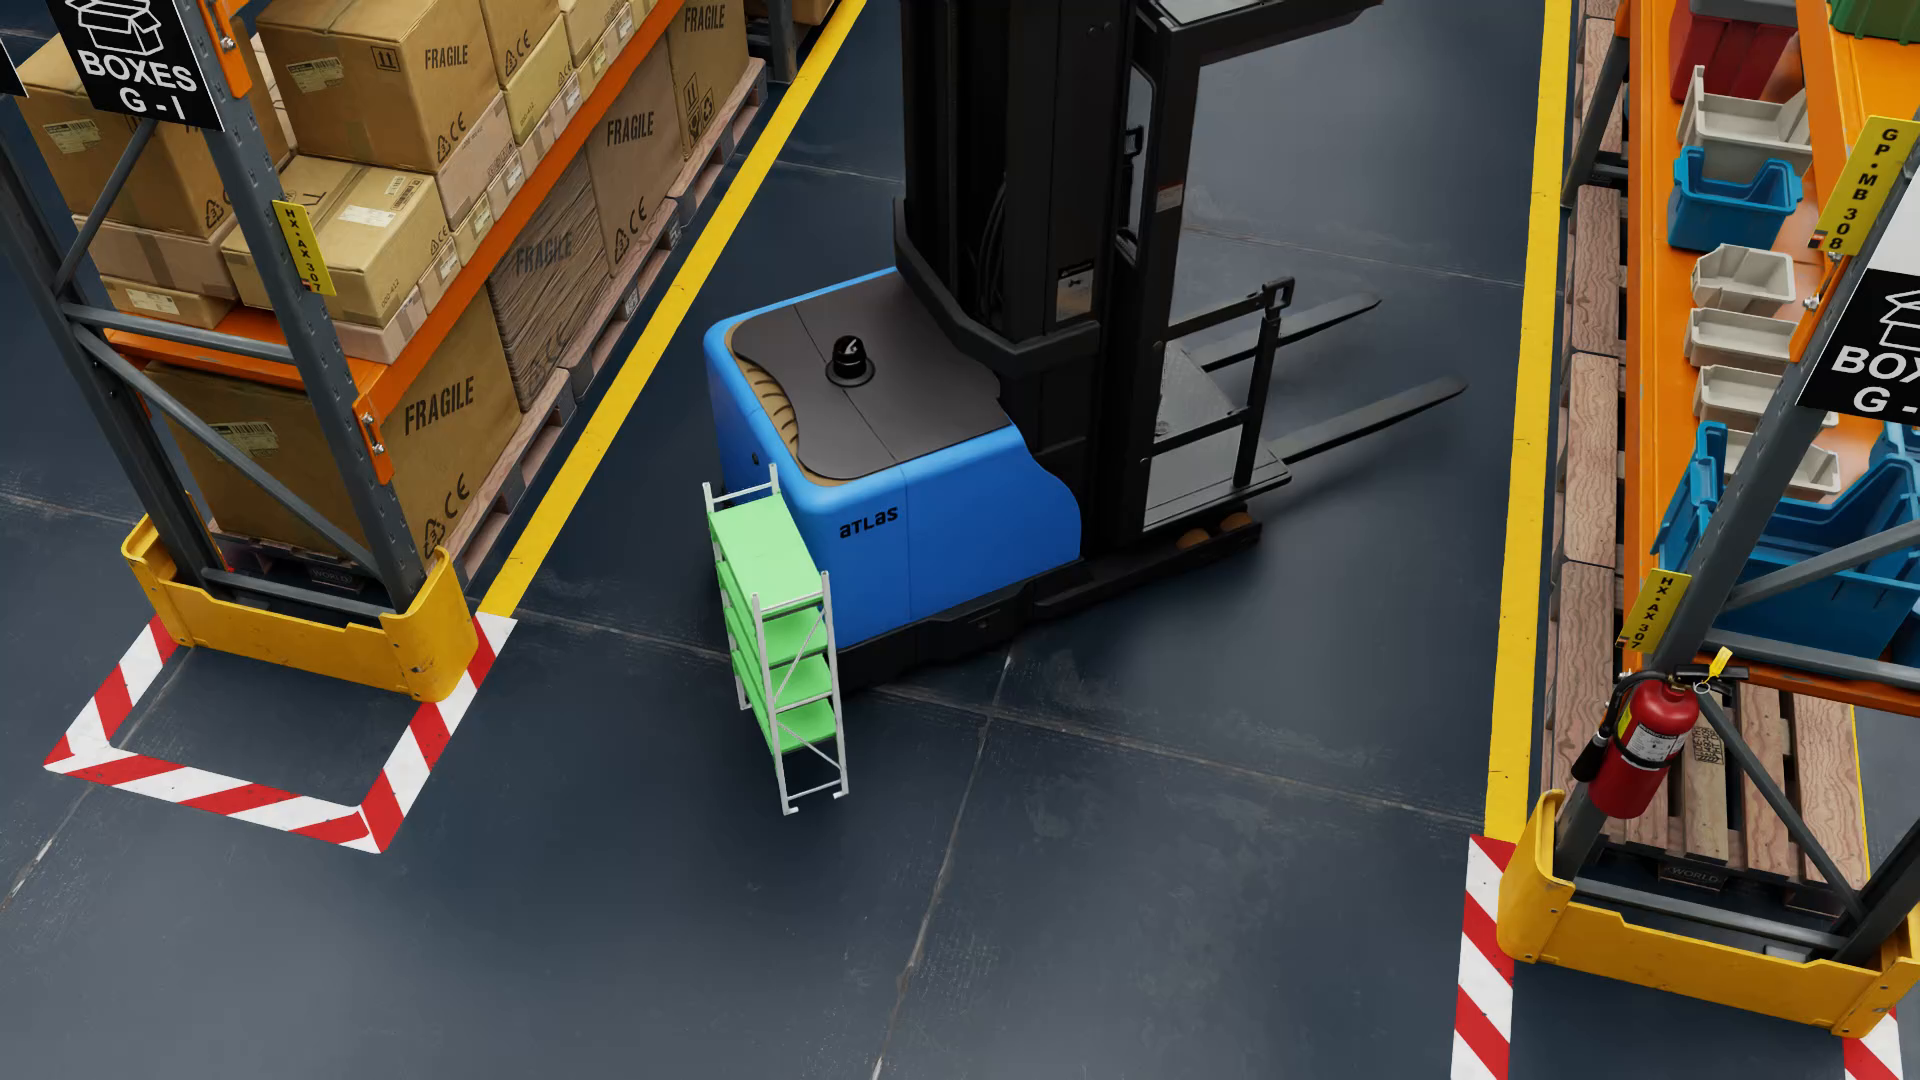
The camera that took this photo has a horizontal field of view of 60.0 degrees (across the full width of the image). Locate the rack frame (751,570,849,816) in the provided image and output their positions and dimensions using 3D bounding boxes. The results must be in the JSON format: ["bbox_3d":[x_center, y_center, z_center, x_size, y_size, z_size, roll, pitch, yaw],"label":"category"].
[{"bbox_3d":[-0.507,0.528,5.403,0.240,1.200,0.015,-17,51,-15],"label":"rack frame"}]

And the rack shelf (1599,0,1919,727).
[{"bbox_3d":[2.890,-0.867,5.913,1.077,0.370,4.000,12,50,10],"label":"rack shelf"}]

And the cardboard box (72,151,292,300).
[{"bbox_3d":[-2.544,-1.088,5.530,0.500,0.250,0.500,11,49,9],"label":"cardboard box"}]

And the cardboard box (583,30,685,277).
[{"bbox_3d":[-1.850,-1.853,7.440,0.875,0.875,0.875,12,50,10],"label":"cardboard box"}]

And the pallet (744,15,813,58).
[{"bbox_3d":[-1.232,-3.180,9.334,1.003,0.211,1.213,12,50,10],"label":"pallet"}]

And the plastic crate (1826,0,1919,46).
[{"bbox_3d":[2.347,-1.351,4.001,0.450,0.188,0.336,12,50,10],"label":"plastic crate"}]

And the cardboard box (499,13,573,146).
[{"bbox_3d":[-1.762,-1.719,6.087,0.500,0.250,0.500,10,49,9],"label":"cardboard box"}]

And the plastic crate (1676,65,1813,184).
[{"bbox_3d":[2.836,-1.464,6.000,0.437,0.282,0.530,12,50,10],"label":"plastic crate"}]

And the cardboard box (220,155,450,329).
[{"bbox_3d":[-2.028,-0.979,5.434,0.500,0.250,0.500,10,49,9],"label":"cardboard box"}]

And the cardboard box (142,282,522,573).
[{"bbox_3d":[-2.324,-0.551,6.291,0.875,0.875,0.875,12,50,10],"label":"cardboard box"}]

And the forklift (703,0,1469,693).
[{"bbox_3d":[0.623,-1.190,5.764,3.031,2.935,1.130,-20,52,-17],"label":"forklift"}]

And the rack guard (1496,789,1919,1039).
[{"bbox_3d":[2.369,1.188,5.286,1.175,0.500,0.348,12,50,10],"label":"rack guard"}]

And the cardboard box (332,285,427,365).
[{"bbox_3d":[-2.003,-0.745,5.493,0.380,0.149,0.250,12,50,10],"label":"cardboard box"}]

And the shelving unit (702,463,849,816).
[{"bbox_3d":[-0.602,0.359,5.552,0.258,1.200,0.503,-17,51,-15],"label":"shelving unit"}]

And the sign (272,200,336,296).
[{"bbox_3d":[-1.881,-0.835,4.775,0.100,0.325,0.005,12,50,10],"label":"sign"}]

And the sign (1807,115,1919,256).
[{"bbox_3d":[1.828,-0.713,3.367,0.100,0.325,0.005,12,50,10],"label":"sign"}]

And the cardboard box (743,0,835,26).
[{"bbox_3d":[-1.213,-3.432,8.834,1.225,0.875,0.875,12,50,10],"label":"cardboard box"}]

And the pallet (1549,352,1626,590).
[{"bbox_3d":[2.941,-0.204,6.708,1.003,0.211,1.213,12,50,10],"label":"pallet"}]

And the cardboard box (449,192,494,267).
[{"bbox_3d":[-1.870,-1.116,5.820,0.380,0.149,0.250,11,49,9],"label":"cardboard box"}]

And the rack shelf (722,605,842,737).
[{"bbox_3d":[-0.602,0.402,5.599,0.258,0.148,0.480,-17,51,-15],"label":"rack shelf"}]

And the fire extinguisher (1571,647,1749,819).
[{"bbox_3d":[1.885,0.510,4.519,0.296,0.674,0.183,12,50,10],"label":"fire extinguisher"}]

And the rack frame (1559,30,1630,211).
[{"bbox_3d":[3.416,-2.552,6.920,1.000,3.000,0.127,12,50,10],"label":"rack frame"}]

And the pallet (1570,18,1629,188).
[{"bbox_3d":[3.659,-2.179,8.451,1.003,0.211,1.213,12,50,10],"label":"pallet"}]

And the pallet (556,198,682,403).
[{"bbox_3d":[-1.957,-1.187,7.575,1.003,0.211,1.213,12,50,10],"label":"pallet"}]

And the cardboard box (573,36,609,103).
[{"bbox_3d":[-1.600,-1.857,6.475,0.380,0.149,0.250,10,49,9],"label":"cardboard box"}]

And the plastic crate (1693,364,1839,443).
[{"bbox_3d":[2.493,-0.424,5.178,0.396,0.136,0.243,12,50,10],"label":"plastic crate"}]

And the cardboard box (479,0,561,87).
[{"bbox_3d":[-1.766,-1.964,5.803,0.500,0.500,0.500,10,49,9],"label":"cardboard box"}]

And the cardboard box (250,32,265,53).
[{"bbox_3d":[-2.276,-1.823,6.178,0.500,0.250,0.500,10,49,9],"label":"cardboard box"}]

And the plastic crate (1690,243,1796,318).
[{"bbox_3d":[2.603,-0.848,5.552,0.298,0.136,0.250,12,50,10],"label":"plastic crate"}]

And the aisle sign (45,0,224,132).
[{"bbox_3d":[-2.145,-1.385,4.157,0.394,0.787,0.004,12,50,10],"label":"aisle sign"}]

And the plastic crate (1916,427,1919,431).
[{"bbox_3d":[3.089,-0.411,5.167,0.250,0.136,0.298,12,50,10],"label":"plastic crate"}]

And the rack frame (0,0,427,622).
[{"bbox_3d":[-2.415,-0.636,5.230,1.000,3.000,0.127,12,50,10],"label":"rack frame"}]

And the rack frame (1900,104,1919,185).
[{"bbox_3d":[2.363,-1.644,2.118,1.000,3.000,0.127,12,50,10],"label":"rack frame"}]

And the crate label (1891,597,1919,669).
[{"bbox_3d":[2.746,0.263,4.507,0.416,0.233,0.303,12,50,10],"label":"crate label"}]

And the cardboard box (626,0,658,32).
[{"bbox_3d":[-1.464,-2.231,6.805,0.380,0.149,0.250,11,49,9],"label":"cardboard box"}]

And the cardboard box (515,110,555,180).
[{"bbox_3d":[-1.735,-1.488,6.149,0.380,0.149,0.250,11,49,9],"label":"cardboard box"}]

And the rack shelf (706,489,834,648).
[{"bbox_3d":[-0.602,0.084,5.240,0.258,0.148,0.480,-17,51,-15],"label":"rack shelf"}]

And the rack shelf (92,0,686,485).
[{"bbox_3d":[-1.889,-1.845,6.776,1.077,0.370,4.000,12,50,10],"label":"rack shelf"}]
